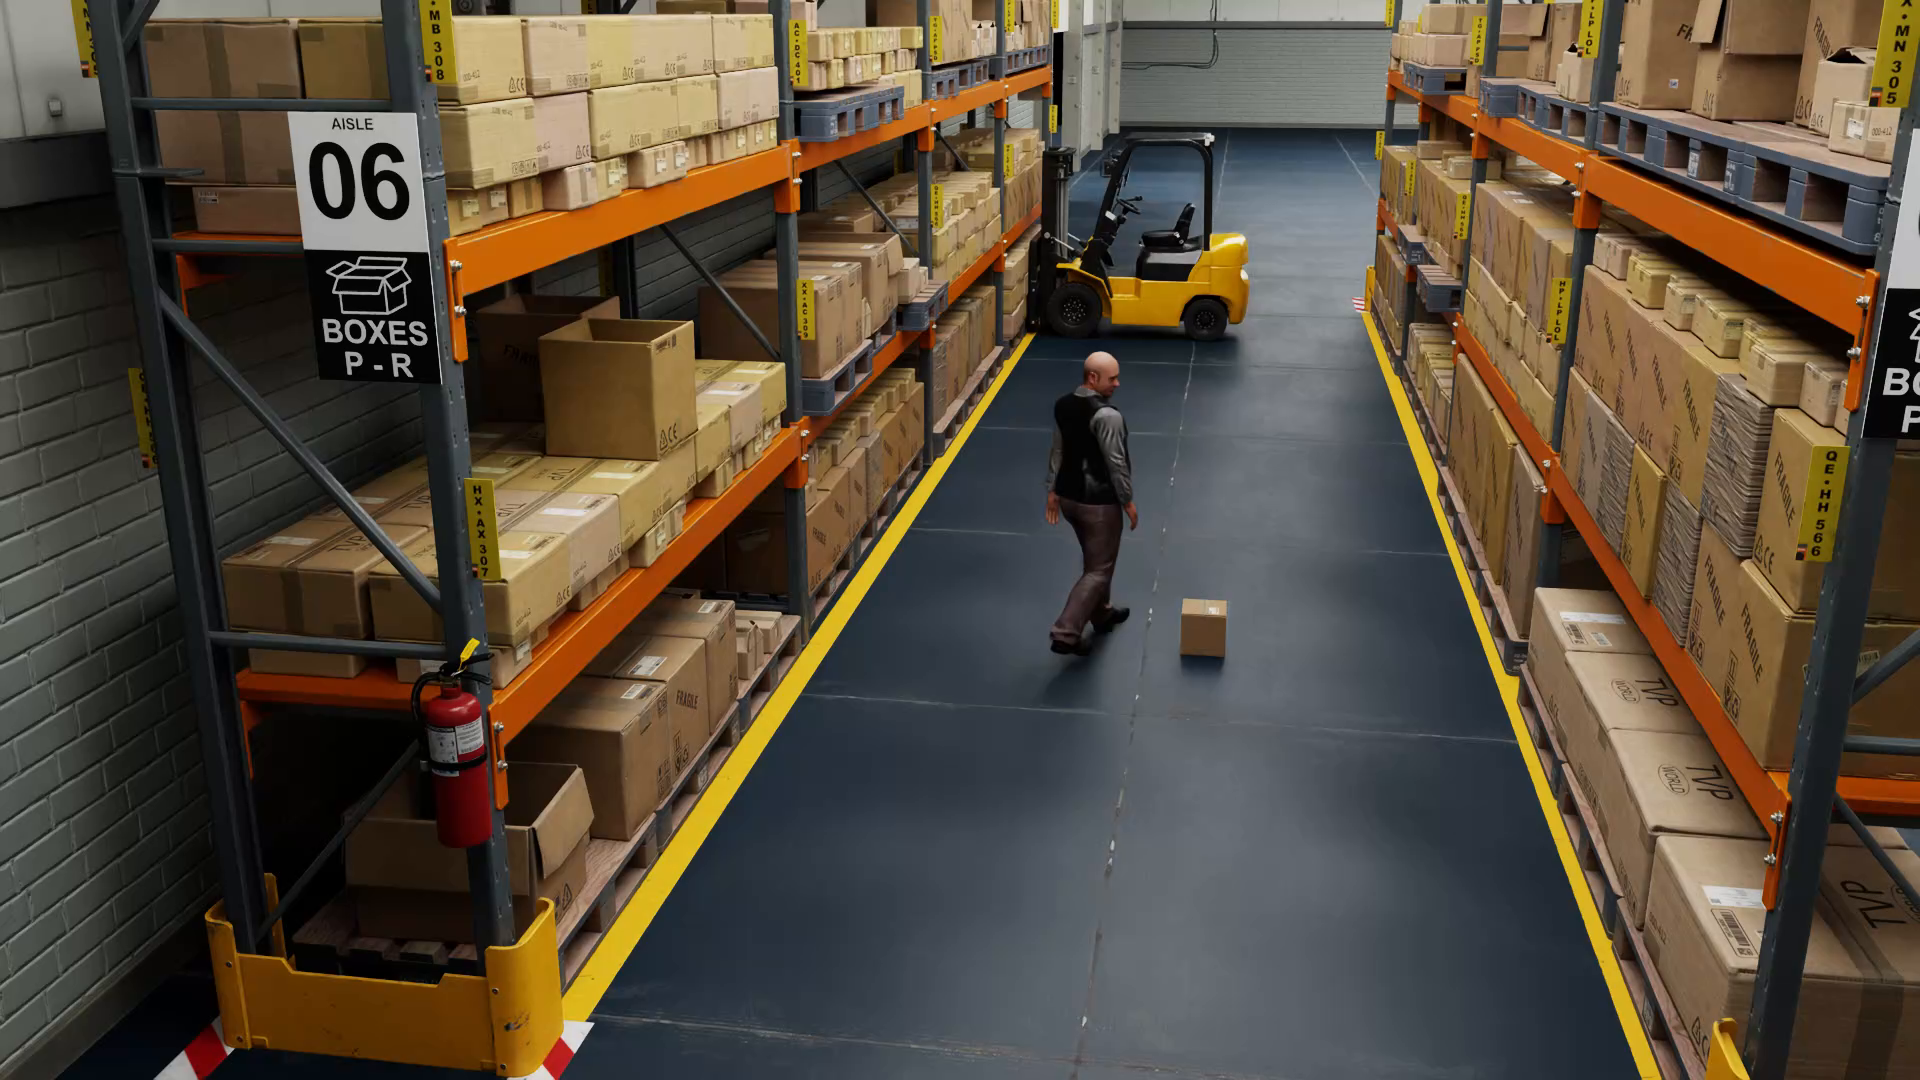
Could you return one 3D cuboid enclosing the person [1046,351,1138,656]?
[{"bbox_3d":[0.761,-0.212,9.259,0.846,1.698,0.561,-12,21,-33],"label":"person"}]
